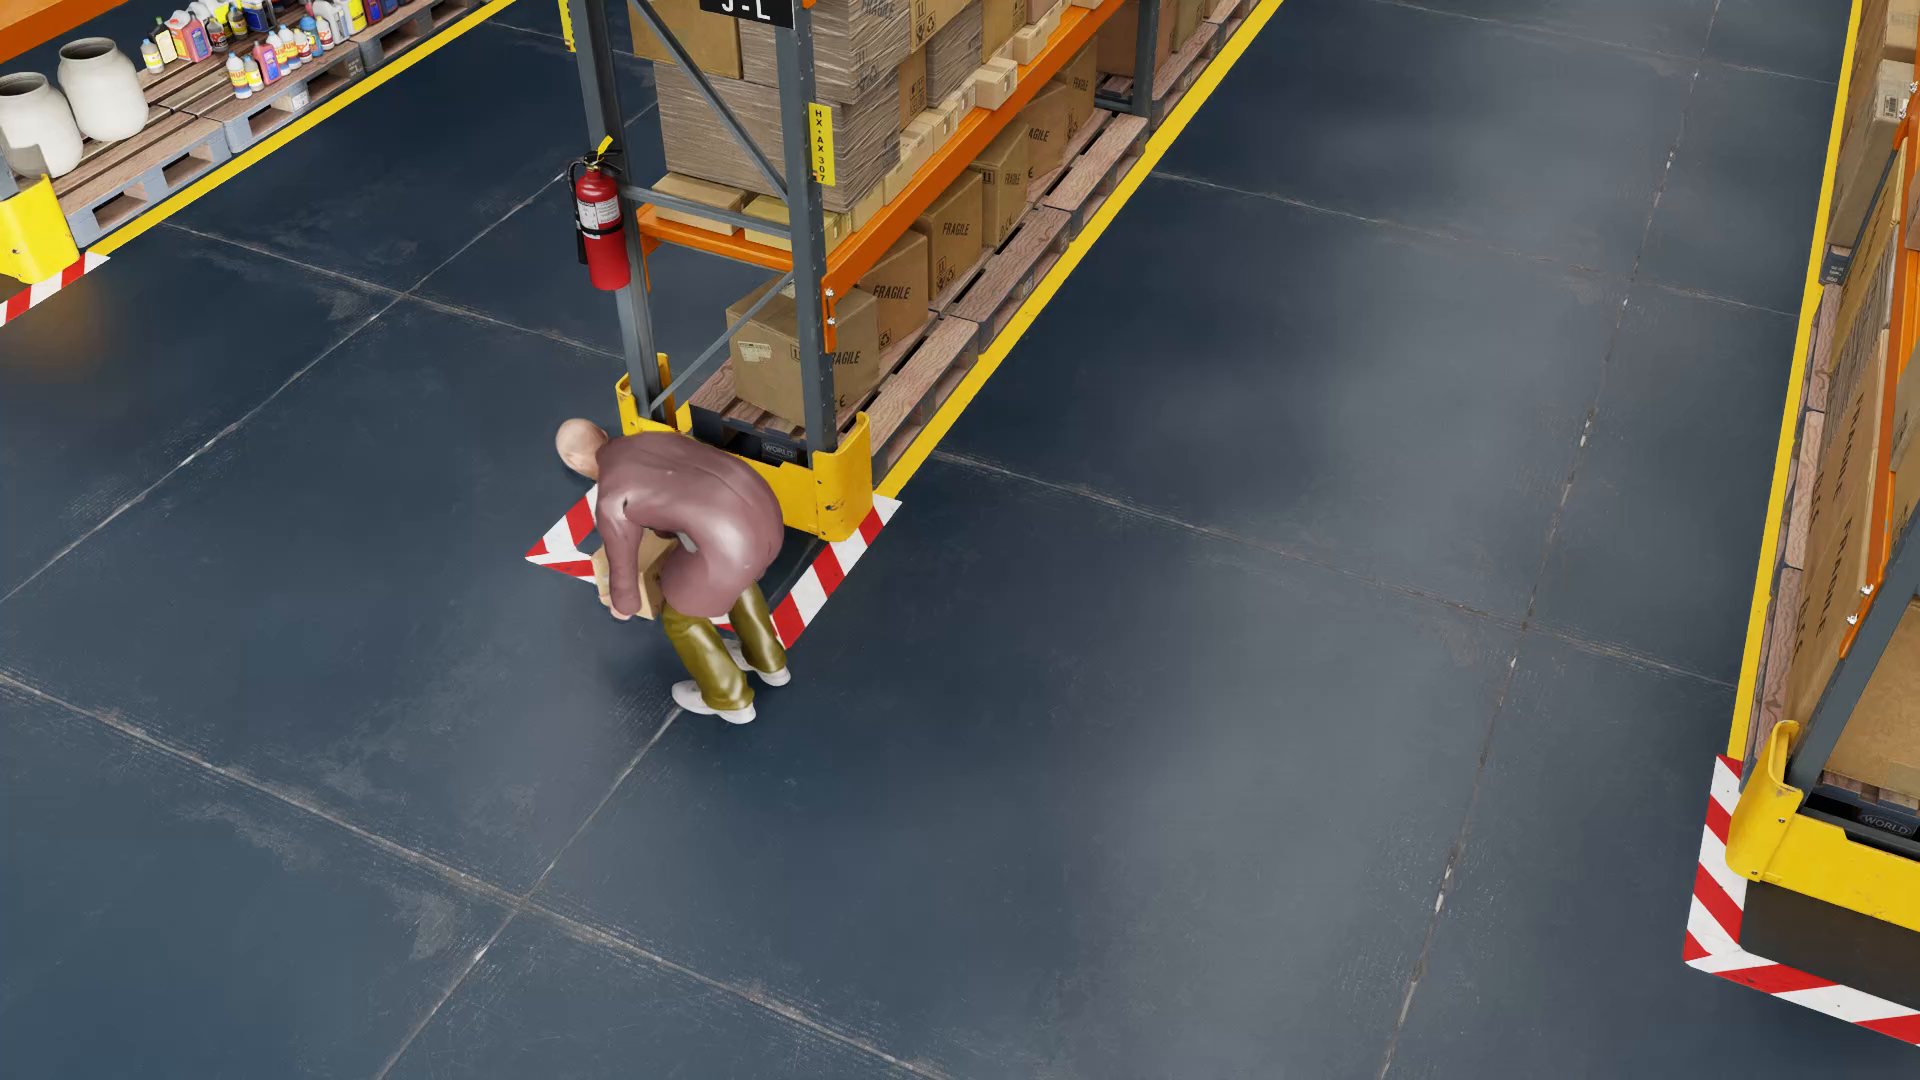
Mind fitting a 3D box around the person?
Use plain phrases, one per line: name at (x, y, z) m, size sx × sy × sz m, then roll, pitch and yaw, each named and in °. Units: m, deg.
person at (-0.981, -0.075, 6.260) m, size 0.563 × 1.770 × 0.529 m, roll 22°, pitch 46°, yaw 23°
